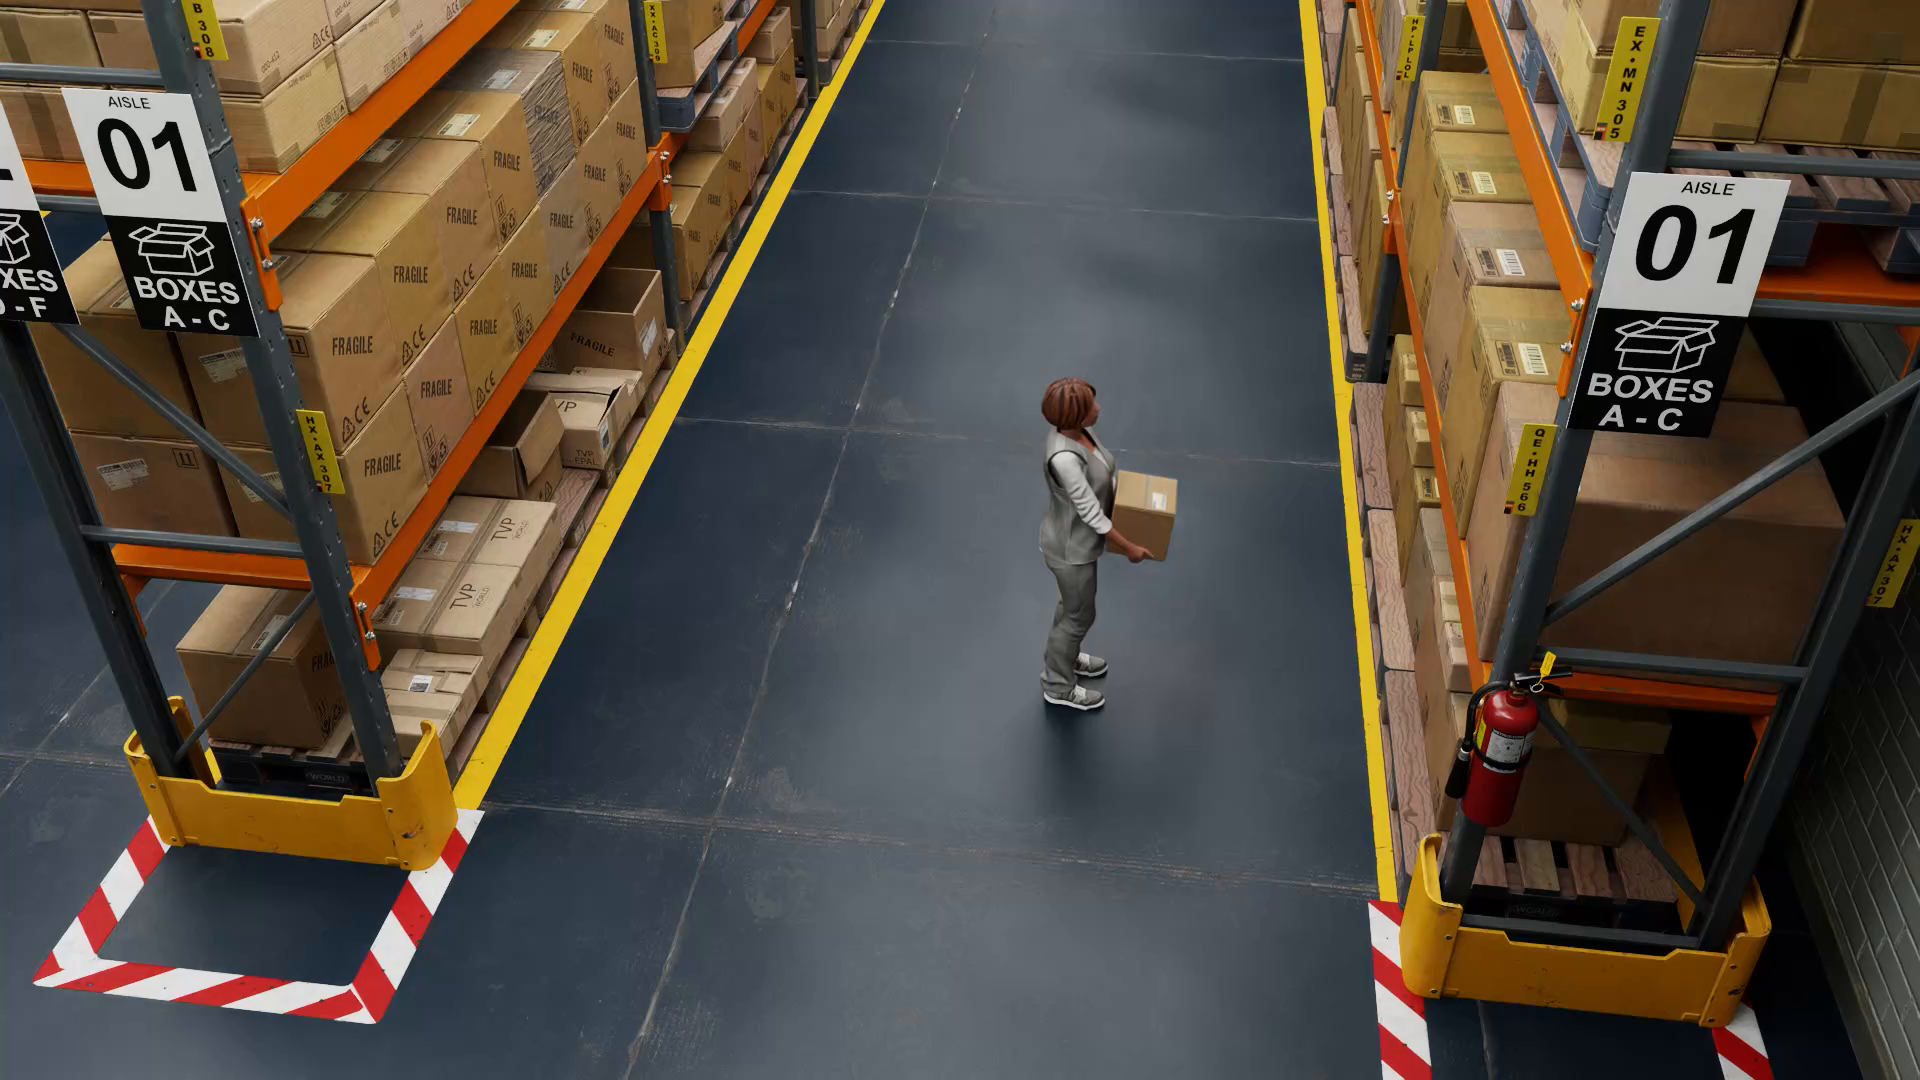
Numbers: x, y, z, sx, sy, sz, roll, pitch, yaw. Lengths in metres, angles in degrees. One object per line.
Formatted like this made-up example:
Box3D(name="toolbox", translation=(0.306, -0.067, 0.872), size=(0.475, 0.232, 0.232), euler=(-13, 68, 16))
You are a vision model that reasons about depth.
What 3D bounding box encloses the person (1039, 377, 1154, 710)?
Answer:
Box3D(name="person", translation=(0.572, 0.021, 7.022), size=(0.495, 1.588, 0.406), euler=(5, 37, 6))
